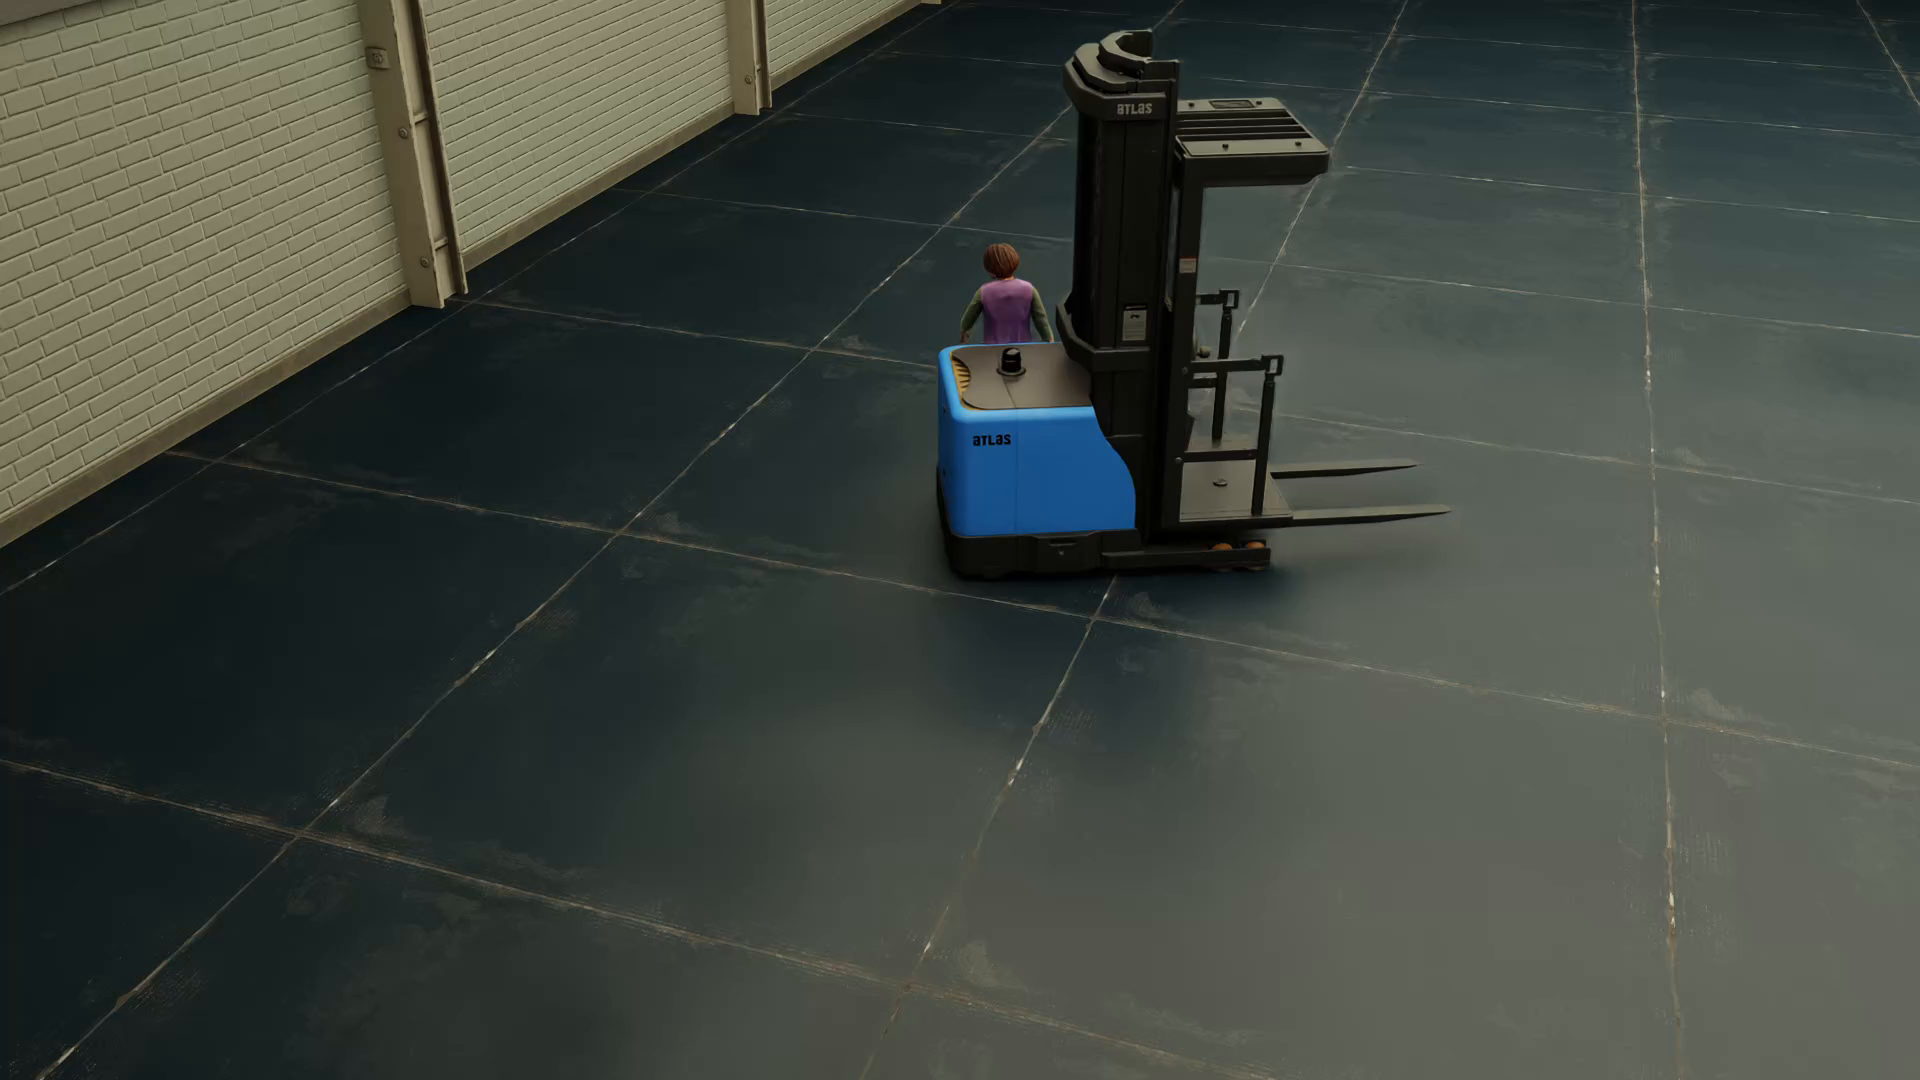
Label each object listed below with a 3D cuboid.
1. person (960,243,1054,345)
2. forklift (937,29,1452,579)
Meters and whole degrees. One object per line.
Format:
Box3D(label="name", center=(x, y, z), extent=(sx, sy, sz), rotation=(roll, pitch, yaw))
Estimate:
Box3D(label="person", center=(0.323, -1.149, 10.605), extent=(0.627, 1.590, 0.799), rotation=(-4, 30, -7))
Box3D(label="forklift", center=(1.405, -1.343, 9.493), extent=(3.031, 2.935, 1.130), rotation=(-3, 30, -5))
